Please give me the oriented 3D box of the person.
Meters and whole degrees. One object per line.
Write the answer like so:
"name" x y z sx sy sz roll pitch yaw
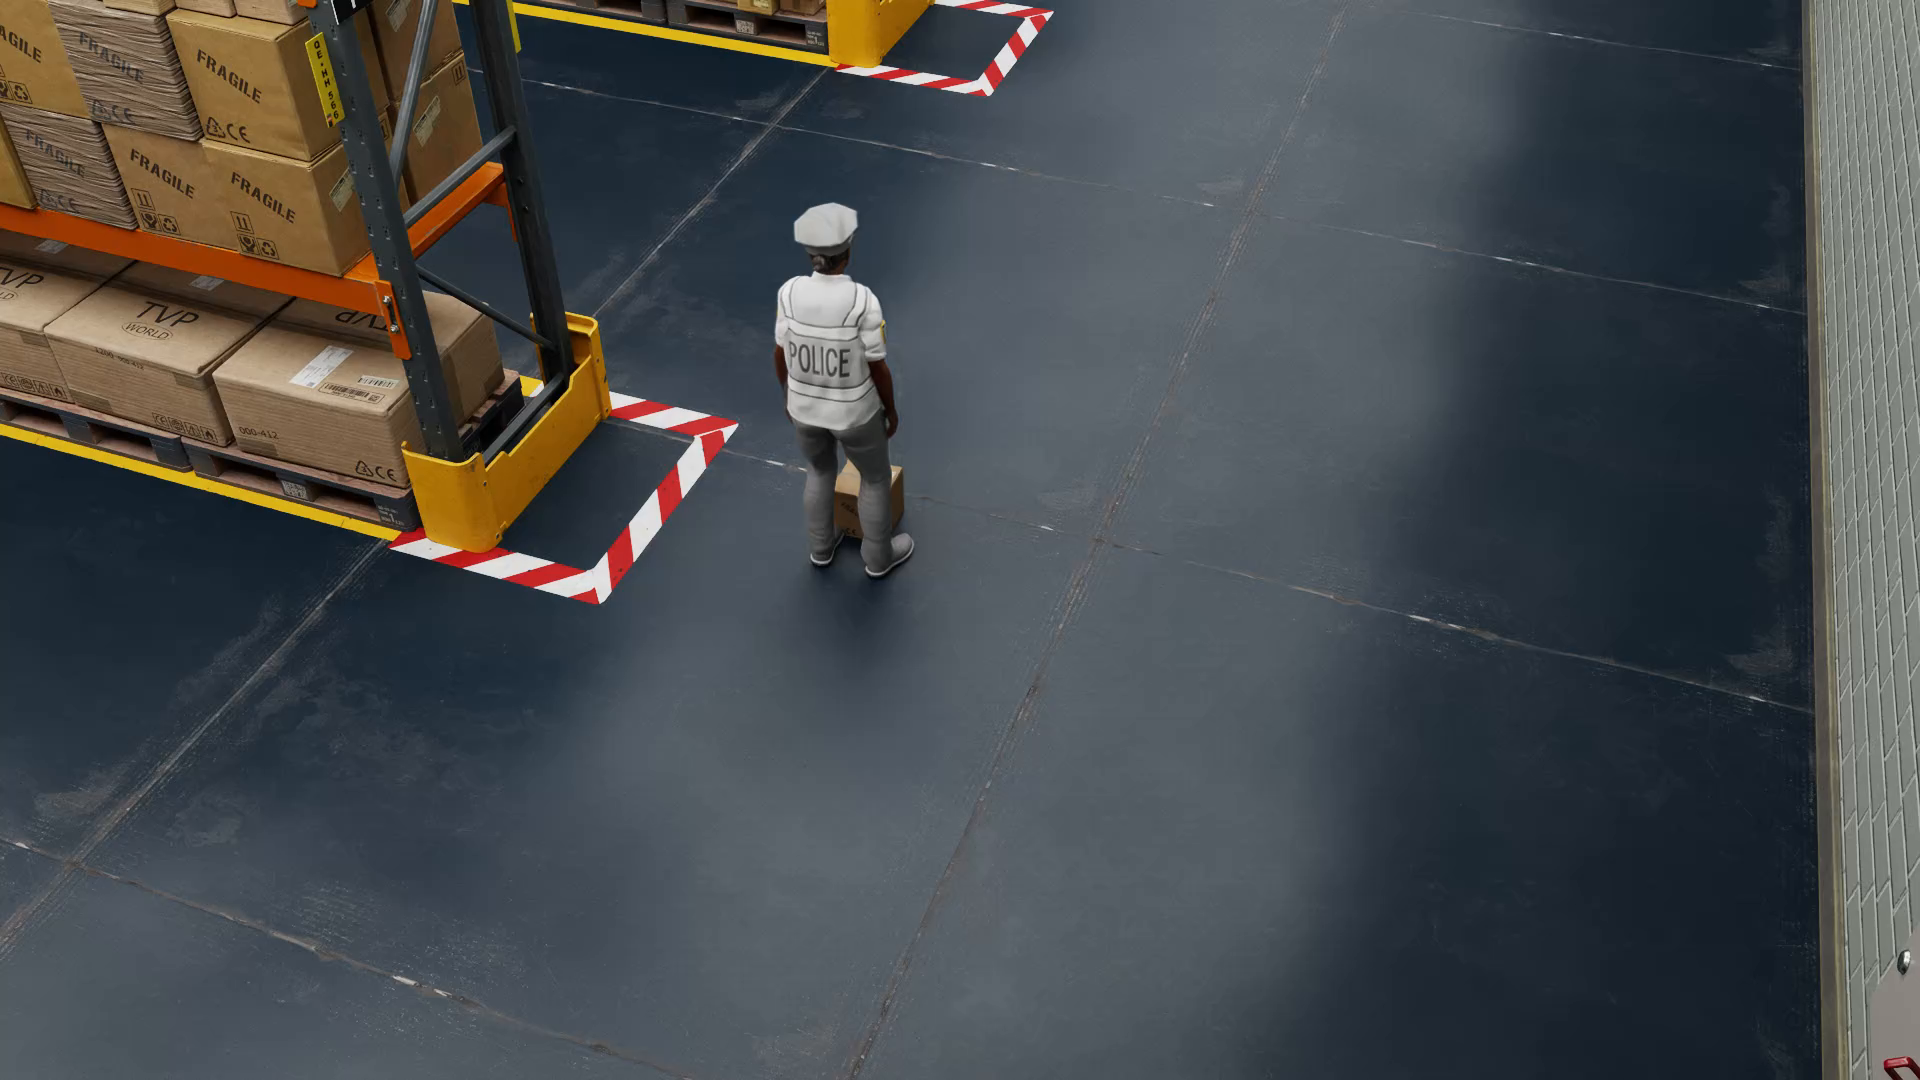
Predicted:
"person" -0.484 -0.552 6.779 0.522 1.658 0.395 11 43 12
